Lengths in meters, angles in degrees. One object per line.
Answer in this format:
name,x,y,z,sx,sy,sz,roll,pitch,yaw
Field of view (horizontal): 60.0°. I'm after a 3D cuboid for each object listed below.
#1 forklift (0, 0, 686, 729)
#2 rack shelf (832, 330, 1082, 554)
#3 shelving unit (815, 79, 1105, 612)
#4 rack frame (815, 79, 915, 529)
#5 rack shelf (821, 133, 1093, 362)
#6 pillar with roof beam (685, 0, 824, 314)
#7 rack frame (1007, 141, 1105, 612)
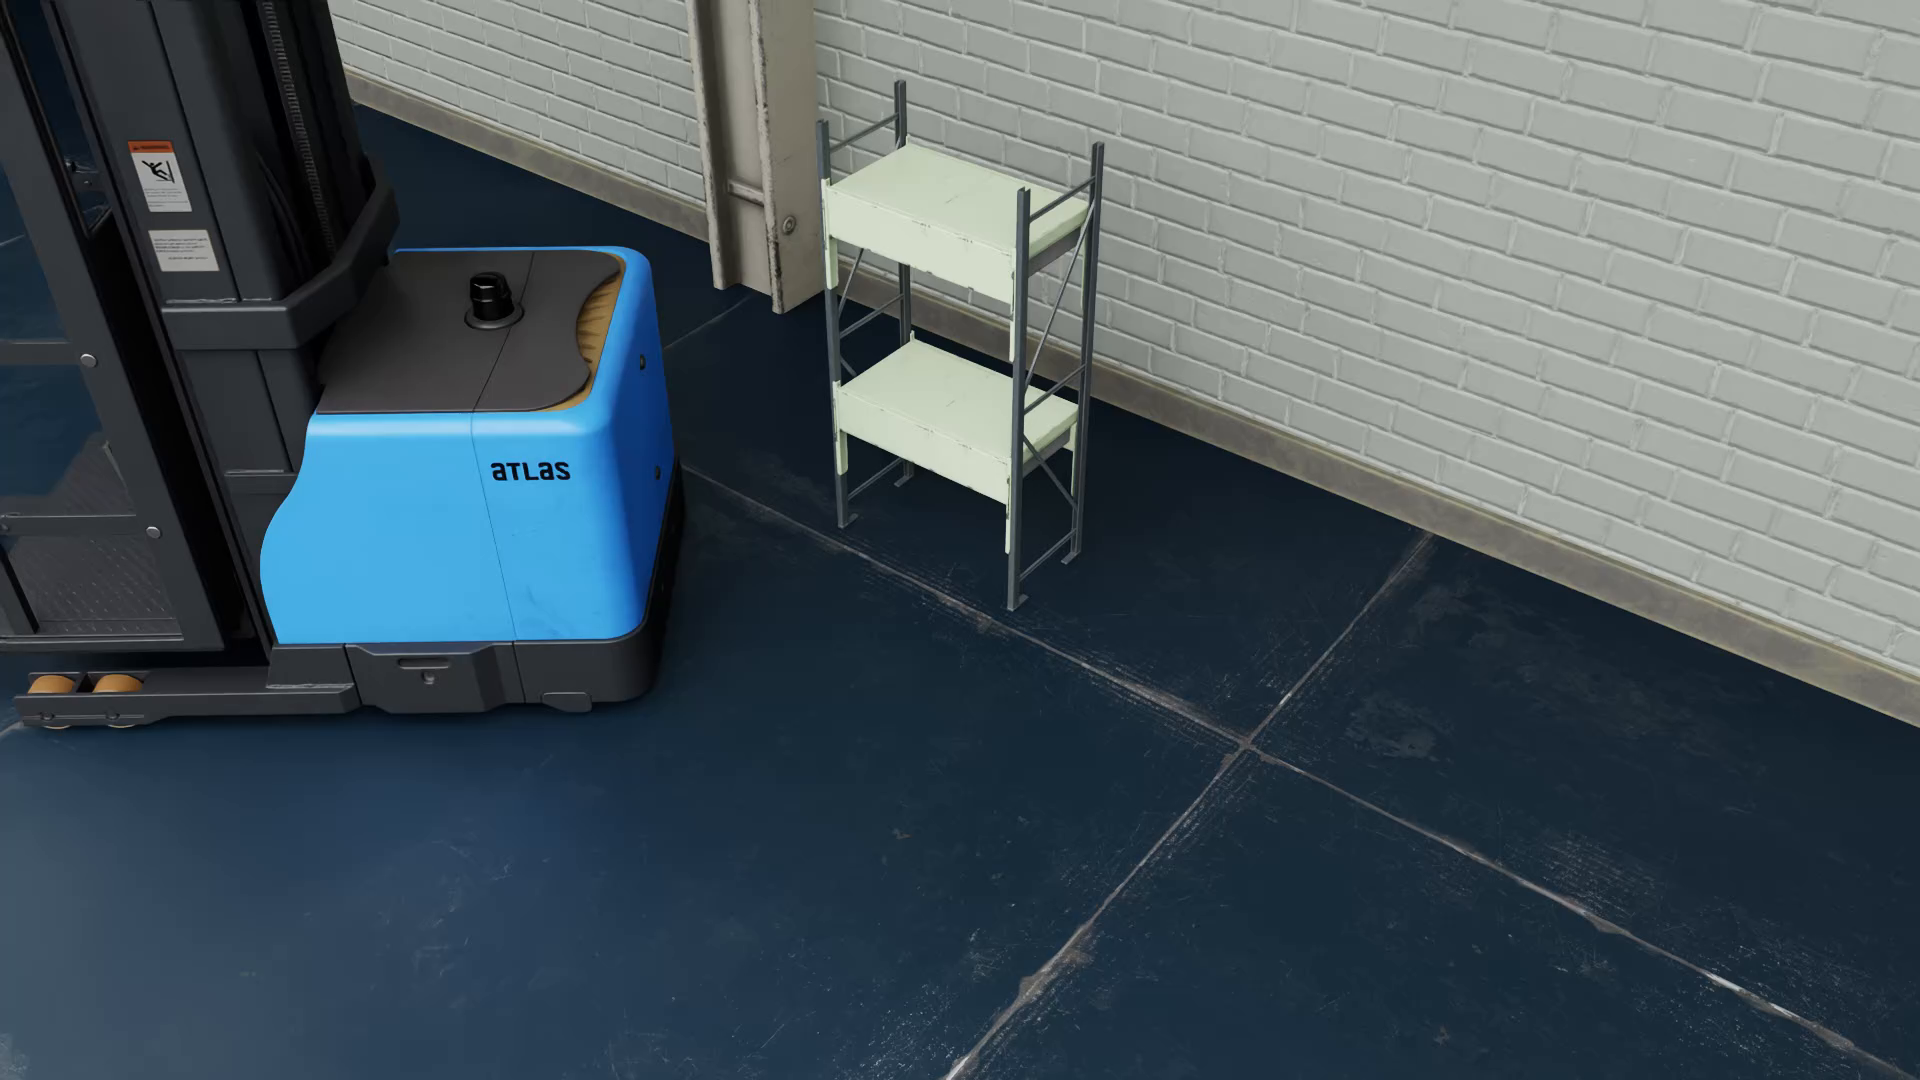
forklift,-2.454,-0.914,4.540,3.031,2.935,1.130,-1,38,-1
rack shelf,-0.005,-0.336,5.492,0.720,0.370,0.431,25,45,29
shelving unit,-0.005,-0.593,5.291,0.755,1.500,0.431,25,45,29
rack frame,-0.296,-0.730,5.466,0.023,1.500,0.400,25,45,29
rack shelf,-0.005,-0.900,5.050,0.720,0.370,0.431,25,45,29
pillar with roof beam,-3.426,-2.527,1.678,0.400,9.000,9.100,25,45,29
rack frame,0.285,-0.456,5.116,0.023,1.500,0.400,25,45,29
